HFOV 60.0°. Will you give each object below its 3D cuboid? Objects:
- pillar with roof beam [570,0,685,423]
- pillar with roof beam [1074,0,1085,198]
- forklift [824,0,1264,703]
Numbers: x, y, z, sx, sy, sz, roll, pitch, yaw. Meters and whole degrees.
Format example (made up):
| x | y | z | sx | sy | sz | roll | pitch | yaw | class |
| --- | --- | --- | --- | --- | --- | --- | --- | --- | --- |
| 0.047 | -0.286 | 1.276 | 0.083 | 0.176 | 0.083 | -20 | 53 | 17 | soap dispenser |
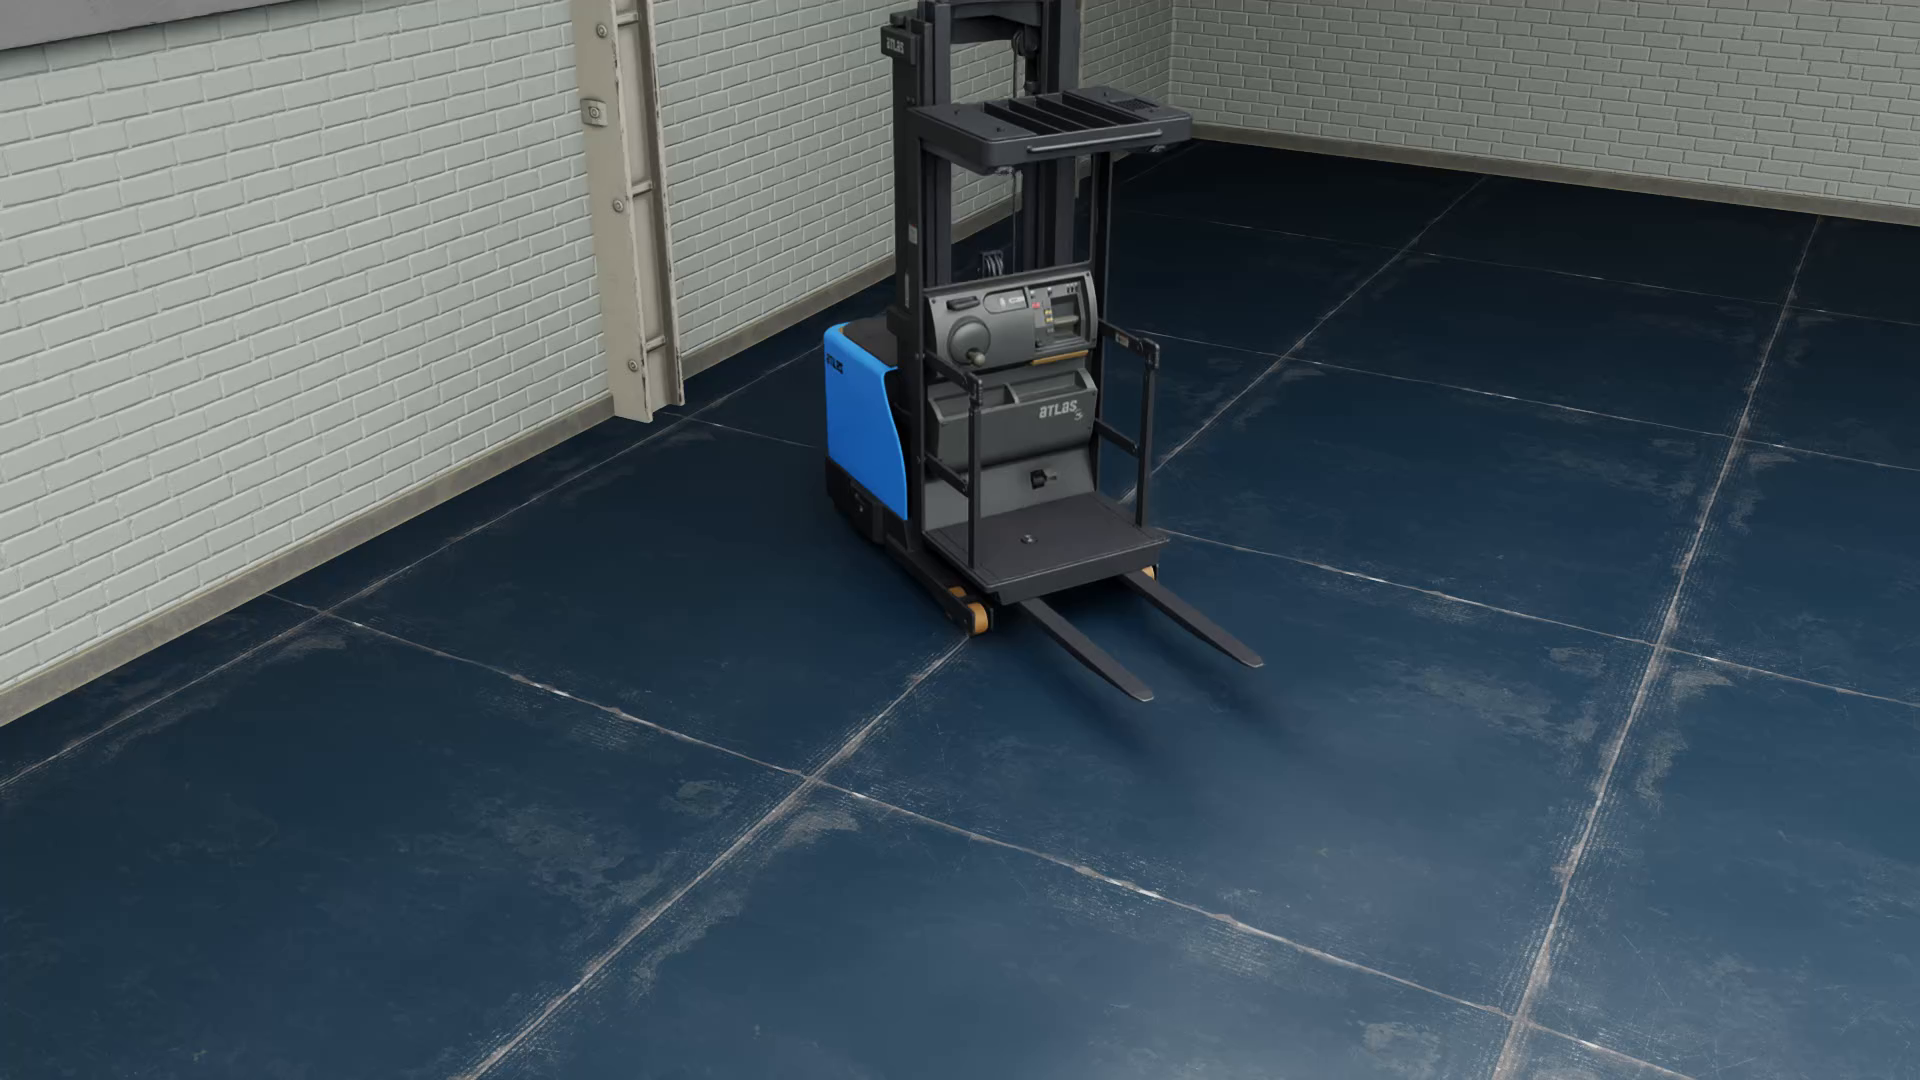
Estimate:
| x | y | z | sx | sy | sz | roll | pitch | yaw | class |
| --- | --- | --- | --- | --- | --- | --- | --- | --- | --- |
| 1.691 | -3.943 | 7.075 | 9.100 | 9.000 | 0.400 | 14 | 30 | 26 | pillar with roof beam |
| 4.642 | -6.282 | 11.746 | 9.100 | 9.000 | 0.400 | 14 | 30 | 26 | pillar with roof beam |
| 0.376 | -1.064 | 8.102 | 1.130 | 2.935 | 3.031 | -14 | 30 | -25 | forklift |
